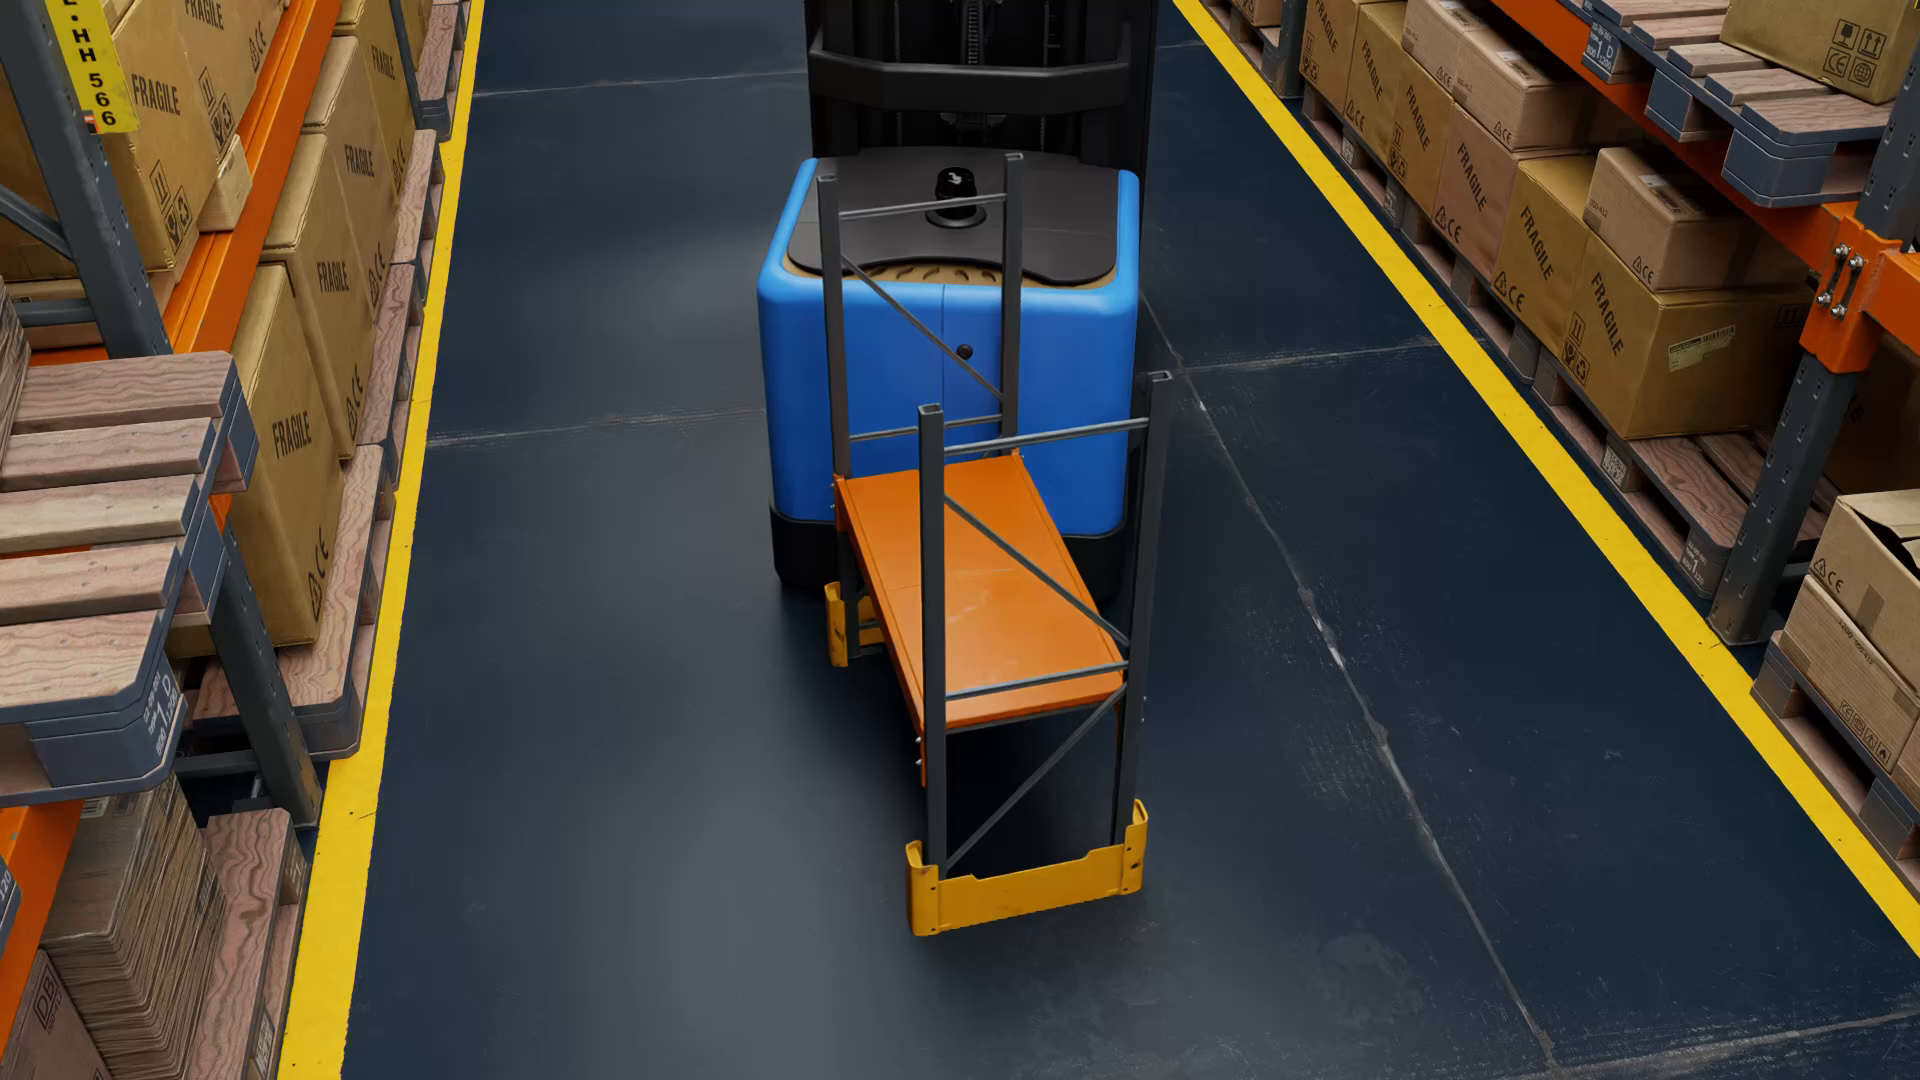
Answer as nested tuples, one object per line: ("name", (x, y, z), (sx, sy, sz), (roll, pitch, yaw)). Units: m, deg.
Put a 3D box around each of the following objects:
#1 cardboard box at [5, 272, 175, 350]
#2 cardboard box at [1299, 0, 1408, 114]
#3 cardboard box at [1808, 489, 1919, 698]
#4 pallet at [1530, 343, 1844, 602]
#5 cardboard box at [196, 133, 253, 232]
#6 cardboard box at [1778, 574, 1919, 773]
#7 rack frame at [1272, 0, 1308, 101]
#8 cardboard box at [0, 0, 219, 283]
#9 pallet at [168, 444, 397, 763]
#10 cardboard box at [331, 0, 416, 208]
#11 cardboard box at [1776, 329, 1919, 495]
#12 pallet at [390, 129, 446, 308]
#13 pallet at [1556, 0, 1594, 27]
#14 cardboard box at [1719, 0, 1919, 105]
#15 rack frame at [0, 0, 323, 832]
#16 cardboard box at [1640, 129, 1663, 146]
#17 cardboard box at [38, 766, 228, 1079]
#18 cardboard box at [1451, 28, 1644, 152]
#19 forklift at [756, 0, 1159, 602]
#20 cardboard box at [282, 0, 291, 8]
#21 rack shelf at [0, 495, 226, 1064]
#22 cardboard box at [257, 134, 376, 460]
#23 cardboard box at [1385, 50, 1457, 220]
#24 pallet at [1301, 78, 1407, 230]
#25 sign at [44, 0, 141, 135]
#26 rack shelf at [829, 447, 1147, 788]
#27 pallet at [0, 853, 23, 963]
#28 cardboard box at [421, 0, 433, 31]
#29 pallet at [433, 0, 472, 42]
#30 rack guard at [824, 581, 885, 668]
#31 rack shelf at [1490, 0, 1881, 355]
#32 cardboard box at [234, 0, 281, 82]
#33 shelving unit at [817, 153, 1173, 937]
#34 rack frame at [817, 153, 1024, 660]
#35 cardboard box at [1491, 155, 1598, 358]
("cardboard box", (-1.991, -0.555, 3.708), (0.380, 0.149, 0.250), (-7, 38, -9))
("cardboard box", (1.859, -2.242, 7.370), (0.500, 0.500, 0.500), (-8, 39, -10))
("cardboard box", (2.518, 0.088, 4.133), (0.500, 0.311, 0.500), (-5, 38, -6))
("pallet", (2.622, -0.312, 5.479), (1.003, 0.211, 1.213), (-6, 38, -8))
("cardboard box", (-1.990, -0.878, 4.124), (0.380, 0.149, 0.250), (-5, 38, -7))
("cardboard box", (2.518, 0.310, 4.305), (0.500, 0.250, 0.500), (-6, 38, -8))
("rack frame", (2.014, -3.374, 7.148), (1.000, 3.000, 0.127), (-6, 38, -8))
("cardboard box", (-1.994, -0.909, 3.634), (0.500, 0.500, 0.500), (-5, 38, -7))
("pallet", (-2.225, 0.194, 4.828), (1.003, 0.211, 1.213), (-6, 38, -8))
("cardboard box", (-2.620, -1.777, 6.503), (0.750, 0.750, 0.750), (-6, 38, -7))
("cardboard box", (2.917, -0.450, 5.063), (0.500, 0.500, 0.500), (-5, 38, -6))
("pallet", (-2.653, -1.280, 6.725), (1.003, 0.211, 1.213), (-6, 38, -8))
("pallet", (2.370, -2.056, 5.608), (1.003, 0.211, 1.213), (-6, 38, -8))
("cardboard box", (2.494, -1.532, 4.353), (0.700, 0.500, 0.500), (-19, 42, -23))
("rack frame", (-2.161, -0.423, 3.349), (1.000, 3.000, 0.127), (-6, 38, -8))
("cardboard box", (2.640, -1.384, 6.265), (0.500, 0.500, 0.500), (-7, 38, -9))
("cardboard box", (-1.984, 0.820, 3.429), (0.700, 0.500, 0.500), (-6, 38, -7))
("cardboard box", (2.123, -1.631, 5.973), (0.500, 0.250, 0.500), (-7, 38, -9))
("forklift", (0.086, -1.866, 5.262), (1.130, 2.935, 3.031), (3, 38, 4))
("cardboard box", (-2.345, -1.802, 5.313), (0.380, 0.149, 0.250), (-7, 38, -9))
("rack shelf", (-1.810, 1.069, 2.015), (1.077, 0.370, 4.000), (-6, 38, -8))
("cardboard box", (-2.308, -0.728, 5.152), (0.750, 0.750, 0.750), (-6, 38, -8))
("cardboard box", (2.044, -1.619, 6.567), (0.500, 0.500, 0.500), (-6, 38, -7))
("pallet", (2.194, -1.786, 7.376), (1.003, 0.211, 1.213), (-6, 38, -8))
("sign", (-1.629, -0.913, 3.101), (0.100, 0.325, 0.005), (-6, 38, -8))
("rack shelf", (0.038, 0.151, 4.127), (0.538, 0.185, 1.000), (-9, 39, -12))
("pallet", (-1.774, 0.844, 1.875), (1.003, 0.211, 1.213), (-6, 38, -8))
("cardboard box", (-2.977, -2.784, 8.084), (0.700, 0.500, 0.500), (-7, 38, -8))
("pallet", (-3.136, -2.944, 8.867), (1.003, 0.211, 1.213), (-6, 38, -8))
("rack guard", (-0.091, 0.201, 4.787), (0.587, 0.250, 0.087), (-9, 39, -12))
("rack shelf", (2.365, -1.882, 5.814), (1.077, 0.370, 4.000), (-6, 38, -8))
("cardboard box", (-2.163, -1.526, 4.429), (0.500, 0.500, 0.500), (-6, 38, -8))
("shelving unit", (0.035, 0.003, 4.023), (0.587, 1.500, 1.083), (-9, 39, -12))
("rack frame", (-0.091, -0.293, 4.405), (0.500, 1.500, 0.032), (-9, 39, -12))
("cardboard box", (2.230, -0.997, 5.767), (0.500, 0.500, 0.500), (-8, 38, -10))
